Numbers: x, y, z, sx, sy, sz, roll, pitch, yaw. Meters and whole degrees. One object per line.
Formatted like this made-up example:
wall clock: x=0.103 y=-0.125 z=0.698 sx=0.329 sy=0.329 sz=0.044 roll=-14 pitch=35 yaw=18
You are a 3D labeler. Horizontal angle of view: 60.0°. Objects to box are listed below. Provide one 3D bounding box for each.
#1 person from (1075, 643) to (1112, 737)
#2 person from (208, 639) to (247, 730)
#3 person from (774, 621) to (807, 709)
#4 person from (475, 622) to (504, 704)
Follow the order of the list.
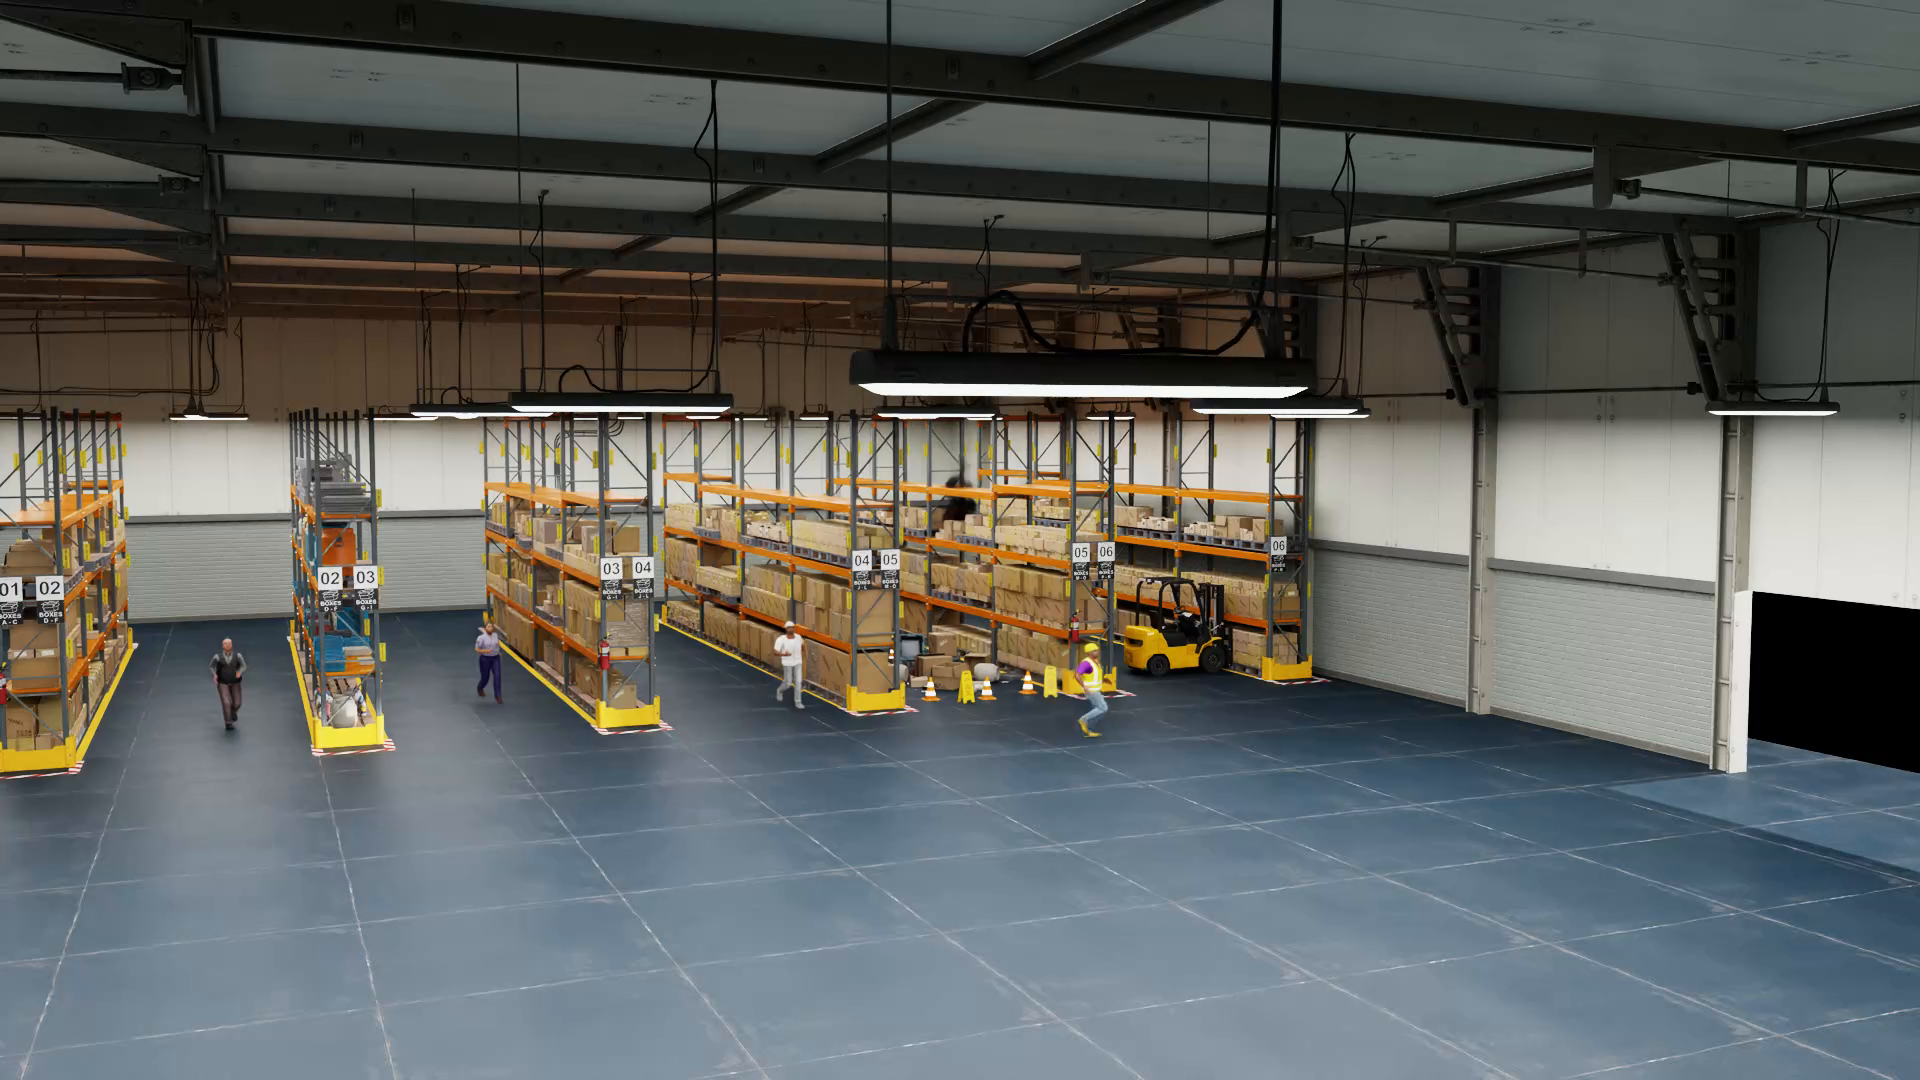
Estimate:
person: x=2.457 y=2.741 z=30.283 sx=0.581 sy=1.725 sz=0.705 roll=1 pitch=4 yaw=20
person: x=-13.744 y=2.696 z=31.225 sx=0.666 sy=1.682 sz=0.753 roll=-2 pitch=5 yaw=-30
person: x=-3.369 y=2.505 z=33.521 sx=0.715 sy=1.713 sz=0.992 roll=-2 pitch=4 yaw=-24
person: x=-9.649 y=2.506 z=34.110 sx=0.606 sy=1.636 sz=0.924 roll=-3 pitch=5 yaw=-39
